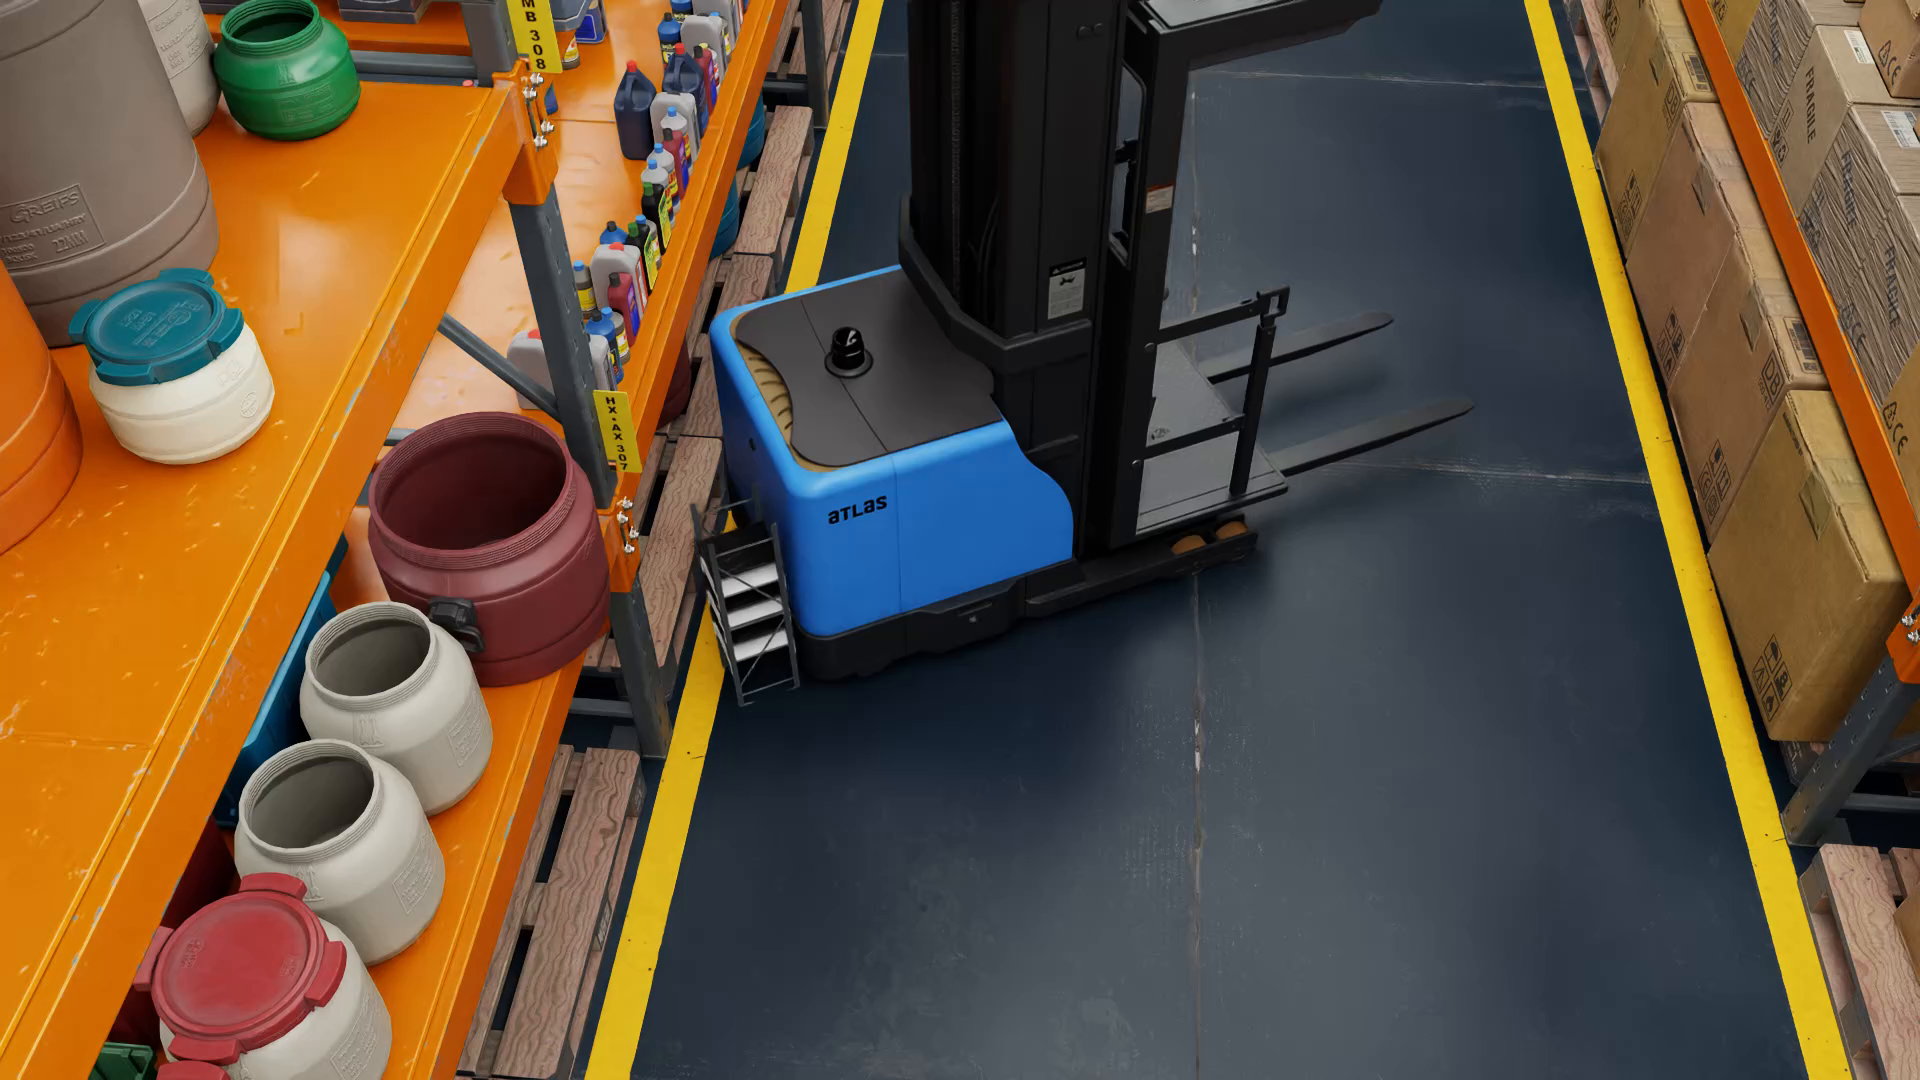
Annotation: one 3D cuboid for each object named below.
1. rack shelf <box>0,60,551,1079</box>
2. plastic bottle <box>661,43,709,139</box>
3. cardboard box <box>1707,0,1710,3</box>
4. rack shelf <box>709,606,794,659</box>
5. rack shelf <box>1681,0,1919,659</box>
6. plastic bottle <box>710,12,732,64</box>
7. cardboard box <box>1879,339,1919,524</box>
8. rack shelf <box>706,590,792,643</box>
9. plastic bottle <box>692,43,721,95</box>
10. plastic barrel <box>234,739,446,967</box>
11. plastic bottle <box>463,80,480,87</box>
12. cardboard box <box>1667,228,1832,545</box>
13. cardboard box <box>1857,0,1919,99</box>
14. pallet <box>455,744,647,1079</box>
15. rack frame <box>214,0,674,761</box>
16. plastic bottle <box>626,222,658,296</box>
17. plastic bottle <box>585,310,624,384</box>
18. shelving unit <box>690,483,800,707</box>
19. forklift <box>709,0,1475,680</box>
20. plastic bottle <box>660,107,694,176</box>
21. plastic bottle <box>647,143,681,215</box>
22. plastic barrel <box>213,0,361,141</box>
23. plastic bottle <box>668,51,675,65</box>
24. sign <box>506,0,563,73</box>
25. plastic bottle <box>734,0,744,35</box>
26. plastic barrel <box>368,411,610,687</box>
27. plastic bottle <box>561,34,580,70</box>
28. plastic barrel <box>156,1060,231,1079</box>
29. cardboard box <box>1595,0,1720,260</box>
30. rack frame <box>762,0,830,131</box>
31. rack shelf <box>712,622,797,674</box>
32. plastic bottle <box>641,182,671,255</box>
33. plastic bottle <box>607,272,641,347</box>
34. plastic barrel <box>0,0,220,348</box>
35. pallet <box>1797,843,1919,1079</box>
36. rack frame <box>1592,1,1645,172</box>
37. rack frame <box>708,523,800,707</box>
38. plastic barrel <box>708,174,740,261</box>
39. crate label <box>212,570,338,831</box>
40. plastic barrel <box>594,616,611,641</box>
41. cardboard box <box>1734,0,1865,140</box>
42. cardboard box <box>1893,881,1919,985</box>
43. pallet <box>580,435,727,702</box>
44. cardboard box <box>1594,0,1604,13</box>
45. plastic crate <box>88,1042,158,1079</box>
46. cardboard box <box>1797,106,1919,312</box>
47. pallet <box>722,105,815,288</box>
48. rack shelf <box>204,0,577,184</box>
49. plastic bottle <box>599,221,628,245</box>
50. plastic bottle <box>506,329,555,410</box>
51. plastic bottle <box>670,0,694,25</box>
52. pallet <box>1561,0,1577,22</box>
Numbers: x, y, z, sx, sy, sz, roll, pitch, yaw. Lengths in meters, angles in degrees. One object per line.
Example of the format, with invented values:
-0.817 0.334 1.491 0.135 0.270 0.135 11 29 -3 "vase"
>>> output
-1.737 0.407 2.800 1.077 0.370 4.000 4 48 4 "rack shelf"
-1.049 -1.709 6.314 0.144 0.351 0.185 4 48 4 "plastic bottle"
3.451 -2.612 7.039 0.500 0.500 0.500 4 48 4 "cardboard box"
-0.756 0.297 6.032 0.258 0.077 0.200 -18 50 -15 "rack shelf"
3.560 -1.187 6.291 1.077 0.370 4.000 4 48 4 "rack shelf"
-0.979 -2.029 6.708 0.097 0.201 0.097 0 48 0 "plastic bottle"
3.176 -0.373 4.991 0.500 0.500 0.500 5 48 5 "cardboard box"
-0.758 0.236 5.965 0.258 0.077 0.200 -18 50 -15 "rack shelf"
-1.000 -1.859 6.552 0.097 0.201 0.097 0 48 0 "plastic bottle"
-1.474 0.749 3.957 0.421 0.512 0.421 0 48 0 "plastic barrel"
-1.783 -1.557 6.174 0.144 0.351 0.185 4 48 4 "plastic bottle"
3.550 -0.545 6.371 1.225 0.875 0.875 4 48 4 "cardboard box"
3.577 -1.841 5.653 0.797 0.503 0.637 5 48 5 "cardboard box"
-1.664 1.214 5.496 1.003 0.211 1.213 4 48 4 "pallet"
-1.555 -0.293 4.986 1.000 3.000 0.127 4 48 4 "rack frame"
-1.094 -0.986 5.698 0.061 0.283 0.133 4 48 4 "plastic bottle"
-1.156 -0.630 5.380 0.097 0.271 0.097 0 48 0 "plastic bottle"
-0.758 0.214 5.940 0.258 0.900 0.210 -18 50 -15 "shelving unit"
0.636 -1.190 5.852 3.031 2.935 1.130 -18 50 -15 "forklift"
-1.051 -1.478 6.156 0.097 0.271 0.097 0 48 0 "plastic bottle"
-1.072 -1.309 6.001 0.097 0.271 0.097 0 48 0 "plastic bottle"
-1.527 -1.068 3.767 0.294 0.245 0.294 0 48 0 "plastic barrel"
-1.073 -1.789 6.440 0.097 0.271 0.097 0 48 0 "plastic bottle"
-1.007 -1.239 3.888 0.100 0.325 0.005 4 48 4 "sign"
-0.984 -2.240 6.850 0.152 0.276 0.135 4 48 4 "plastic bottle"
-1.296 0.022 4.605 0.600 0.536 0.708 4 48 4 "plastic barrel"
-1.592 -2.006 6.686 0.097 0.201 0.097 0 48 0 "plastic bottle"
-1.547 1.373 3.370 0.433 0.535 0.433 0 48 0 "plastic barrel"
3.703 -1.853 7.567 1.225 0.875 0.875 4 48 4 "cardboard box"
-1.190 -3.233 7.674 1.000 3.000 0.127 4 48 4 "rack frame"
-0.754 0.357 6.099 0.258 0.077 0.200 -18 50 -15 "rack shelf"
-1.073 -1.155 5.853 0.061 0.283 0.133 4 48 4 "plastic bottle"
-1.118 -0.789 5.518 0.061 0.283 0.133 4 48 4 "plastic bottle"
-1.846 -0.886 3.155 0.600 0.901 0.600 0 48 0 "plastic barrel"
3.305 1.555 5.185 1.003 0.211 1.213 4 48 4 "pallet"
3.742 -2.900 7.369 1.000 3.000 0.127 4 48 4 "rack frame"
-0.718 0.283 5.877 0.240 0.900 0.006 -18 50 -15 "rack frame"
-1.322 -1.747 7.453 0.600 0.901 0.708 4 48 4 "plastic barrel"
-1.915 0.407 4.321 0.502 0.435 0.616 4 48 4 "crate label"
-1.527 -0.063 5.961 0.600 0.830 0.708 4 48 4 "plastic barrel"
3.360 -1.875 6.364 0.500 0.500 0.500 3 48 3 "cardboard box"
3.336 1.229 4.989 0.700 0.500 0.500 2 48 1 "cardboard box"
-1.525 0.066 6.547 1.003 0.211 1.213 4 48 4 "pallet"
3.964 -3.465 9.042 0.875 0.875 0.875 4 48 4 "cardboard box"
-2.042 1.419 3.563 0.450 0.188 0.662 4 48 4 "plastic crate"
3.271 -1.121 5.675 0.500 0.500 0.500 2 48 2 "cardboard box"
-1.302 -1.727 8.187 1.003 0.211 1.213 4 48 4 "pallet"
-1.373 -2.533 5.488 1.077 0.370 4.000 4 48 4 "rack shelf"
-1.174 -0.974 5.695 0.097 0.271 0.097 0 48 0 "plastic bottle"
-1.345 -0.558 5.312 0.152 0.276 0.135 4 48 4 "plastic bottle"
-1.122 -2.135 6.757 0.097 0.271 0.097 0 48 0 "plastic bottle"
3.998 -3.411 9.727 1.003 0.211 1.213 4 48 4 "pallet"
